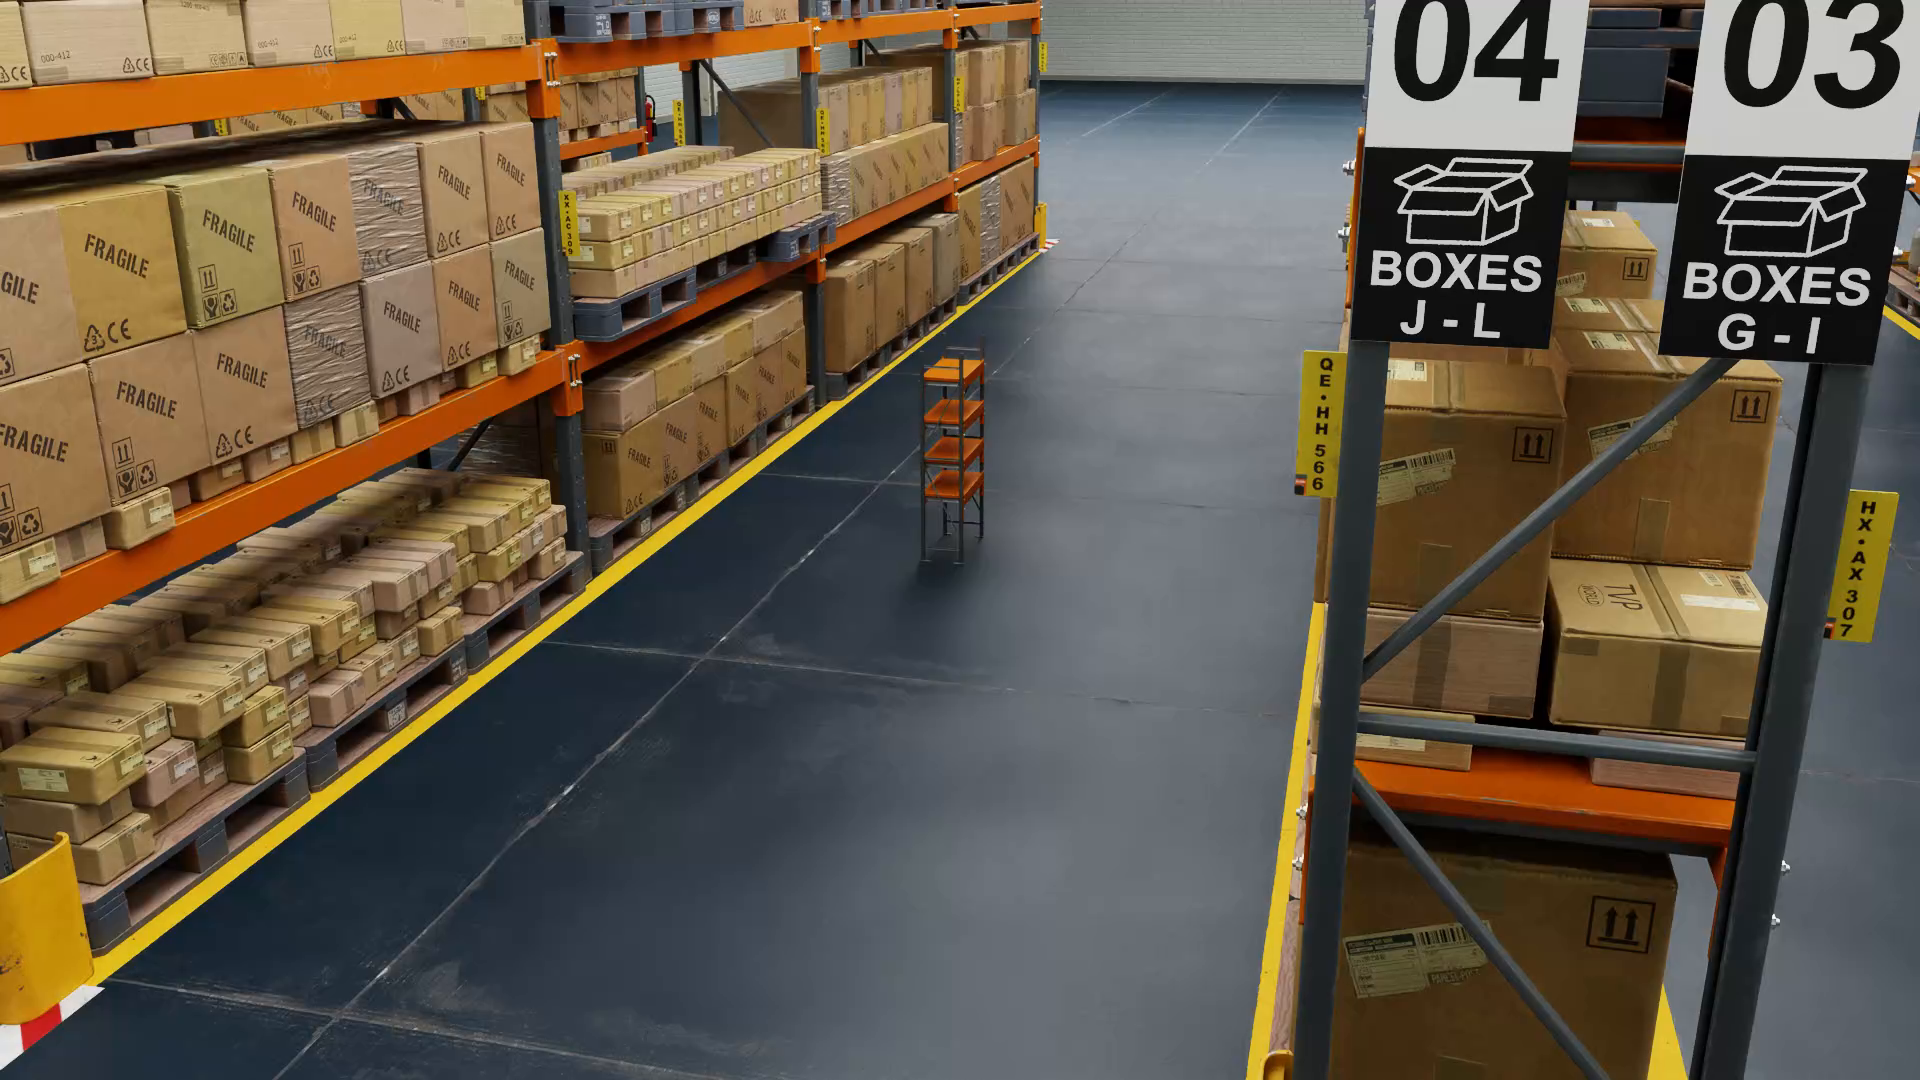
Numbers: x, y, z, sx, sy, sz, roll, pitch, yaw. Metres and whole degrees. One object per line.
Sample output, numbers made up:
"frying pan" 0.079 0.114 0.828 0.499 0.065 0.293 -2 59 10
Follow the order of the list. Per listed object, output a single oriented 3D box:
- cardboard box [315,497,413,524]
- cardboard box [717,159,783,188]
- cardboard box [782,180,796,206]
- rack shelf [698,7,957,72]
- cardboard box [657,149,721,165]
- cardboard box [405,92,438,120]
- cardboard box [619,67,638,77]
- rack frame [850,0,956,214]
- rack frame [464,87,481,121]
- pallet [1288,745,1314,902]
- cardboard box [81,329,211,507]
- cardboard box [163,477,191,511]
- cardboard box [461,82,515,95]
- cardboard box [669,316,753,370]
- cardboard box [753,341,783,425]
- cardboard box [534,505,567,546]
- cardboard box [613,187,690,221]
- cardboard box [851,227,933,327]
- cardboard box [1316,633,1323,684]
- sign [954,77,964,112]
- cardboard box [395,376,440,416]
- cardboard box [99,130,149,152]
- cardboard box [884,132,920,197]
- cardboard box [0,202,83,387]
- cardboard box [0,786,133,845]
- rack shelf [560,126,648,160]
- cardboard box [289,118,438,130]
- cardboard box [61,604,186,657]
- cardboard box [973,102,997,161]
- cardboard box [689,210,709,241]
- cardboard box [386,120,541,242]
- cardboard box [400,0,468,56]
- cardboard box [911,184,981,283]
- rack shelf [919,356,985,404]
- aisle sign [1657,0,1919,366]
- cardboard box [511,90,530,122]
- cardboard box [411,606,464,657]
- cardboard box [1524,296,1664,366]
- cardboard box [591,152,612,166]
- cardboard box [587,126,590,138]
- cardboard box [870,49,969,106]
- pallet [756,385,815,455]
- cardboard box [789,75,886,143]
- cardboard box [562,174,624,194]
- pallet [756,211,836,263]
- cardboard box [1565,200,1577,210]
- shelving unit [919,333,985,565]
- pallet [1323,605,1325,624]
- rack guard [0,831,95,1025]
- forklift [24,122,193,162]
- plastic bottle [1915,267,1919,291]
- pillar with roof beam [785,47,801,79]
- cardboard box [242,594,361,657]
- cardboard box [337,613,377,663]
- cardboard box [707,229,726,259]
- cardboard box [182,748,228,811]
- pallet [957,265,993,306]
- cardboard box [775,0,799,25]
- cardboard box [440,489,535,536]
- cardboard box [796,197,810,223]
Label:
"cardboard box" -2.920 -0.095 8.165 0.380 0.149 0.250 4 19 13
"cardboard box" -1.383 -2.401 10.894 0.380 0.149 0.250 5 20 15
"cardboard box" -1.323 -2.337 11.168 0.380 0.149 0.250 5 20 15
"rack shelf" -1.030 -4.180 13.756 1.077 0.370 4.000 5 19 13
"cardboard box" -1.882 -2.621 11.539 0.380 0.149 0.250 4 19 12
"cardboard box" -5.376 -4.155 15.947 0.500 0.500 0.500 5 19 14
"cardboard box" -4.302 -5.824 19.937 0.700 0.500 0.500 4 19 12
"rack frame" -0.541 -3.728 15.960 1.000 3.000 0.127 5 19 13
"rack frame" -5.366 -4.087 17.012 1.000 3.000 0.127 5 19 13
"pallet" 1.732 1.139 6.027 1.003 0.211 1.213 5 19 13
"cardboard box" -2.989 -0.443 5.729 0.500 0.500 0.500 5 19 13
"cardboard box" -3.006 -0.178 5.958 0.380 0.149 0.250 6 20 16
"cardboard box" -5.048 -4.869 17.139 0.700 0.500 0.500 4 19 13
"cardboard box" -1.684 -1.292 10.887 0.500 0.250 0.500 5 20 15
"cardboard box" -1.556 -1.100 11.486 0.500 0.500 0.500 5 20 16
"cardboard box" -2.264 -0.087 8.601 0.380 0.149 0.250 5 20 14
"cardboard box" -1.763 -1.915 9.471 0.380 0.149 0.250 4 19 13
"cardboard box" -0.845 -2.358 14.781 1.050 0.750 0.750 5 19 13
"cardboard box" 1.141 0.357 4.391 0.380 0.149 0.250 5 19 14
"sign" -0.013 -4.198 15.669 0.100 0.325 0.005 5 19 13
"cardboard box" -2.543 -0.658 7.363 0.380 0.149 0.250 4 19 11
"cardboard box" -6.333 -3.009 12.156 0.500 0.500 0.500 5 19 14
"cardboard box" -0.656 -3.273 14.476 0.500 0.500 0.500 5 19 14
"cardboard box" -3.106 -0.747 5.073 0.500 0.500 0.500 5 19 13
"cardboard box" -3.096 0.899 5.715 0.380 0.149 0.250 5 20 16
"rack shelf" -4.877 -4.373 18.963 1.077 0.370 4.000 5 19 13
"cardboard box" -2.842 -1.759 8.035 0.500 0.500 0.500 5 20 15
"cardboard box" -3.396 0.386 6.756 0.380 0.149 0.250 5 20 15
"cardboard box" -0.104 -4.249 17.255 0.875 0.550 0.550 5 19 13
"cardboard box" -1.703 -1.856 9.761 0.380 0.149 0.250 5 20 16
"cardboard box" -2.348 -1.713 7.899 0.500 0.500 0.500 4 19 11
"cardboard box" -2.487 -2.238 7.190 0.500 0.250 0.500 5 19 13
"cardboard box" -0.320 -3.112 16.796 0.875 0.875 0.875 5 19 14
"rack shelf" -0.040 -0.888 9.215 0.258 0.148 0.480 5 19 13
"aisle sign" 1.585 -0.727 3.153 0.394 0.787 0.004 5 19 13
"cardboard box" -4.888 -4.550 17.753 0.500 0.500 0.500 5 19 13
"cardboard box" -2.514 0.405 7.623 0.380 0.149 0.250 5 19 13
"cardboard box" 1.934 -0.416 4.877 0.500 0.500 0.500 4 19 12
"cardboard box" -4.356 -4.508 19.685 0.380 0.149 0.250 5 20 15
"cardboard box" -4.543 -4.768 19.396 0.380 0.149 0.250 5 19 14
"cardboard box" -0.396 -4.604 16.623 0.875 0.550 0.550 5 19 13
"pallet" -1.711 -0.909 12.023 1.003 0.211 1.213 5 19 13
"cardboard box" -1.029 -3.614 13.926 0.700 0.500 0.500 4 19 13
"cardboard box" -2.268 -2.131 10.105 0.380 0.149 0.250 4 19 11
"pallet" -1.589 -2.151 11.642 1.213 0.211 1.003 5 19 13
"cardboard box" 2.437 -1.520 7.789 0.797 0.503 0.637 4 19 12
"shelving unit" -0.040 -0.516 9.342 0.258 1.200 0.503 5 19 13
"pallet" 2.405 0.275 8.555 1.003 0.211 1.213 5 19 13
"rack guard" -3.454 1.193 5.422 1.175 0.500 0.348 5 19 13
"forklift" -4.925 -1.484 9.497 1.130 2.935 3.031 4 19 11
"plastic bottle" 9.279 -2.540 16.024 0.097 0.271 0.097 0 19 0
"pillar with roof beam" -0.208 -15.606 41.454 9.100 9.000 0.400 5 19 13
"cardboard box" -2.713 0.351 6.860 0.380 0.149 0.250 5 19 14
"cardboard box" -2.758 0.400 7.178 0.380 0.149 0.250 6 20 16
"cardboard box" -1.640 -1.797 10.046 0.380 0.149 0.250 4 19 12
"cardboard box" -2.996 0.878 6.237 0.380 0.149 0.250 5 19 14
"pallet" -0.279 -2.640 17.090 1.003 0.211 1.213 5 19 13
"cardboard box" -1.412 -3.742 11.206 0.500 0.500 0.500 5 19 13
"cardboard box" -2.354 -0.136 8.285 0.380 0.149 0.250 5 19 14
"cardboard box" -1.256 -2.285 11.476 0.380 0.149 0.250 5 19 13
